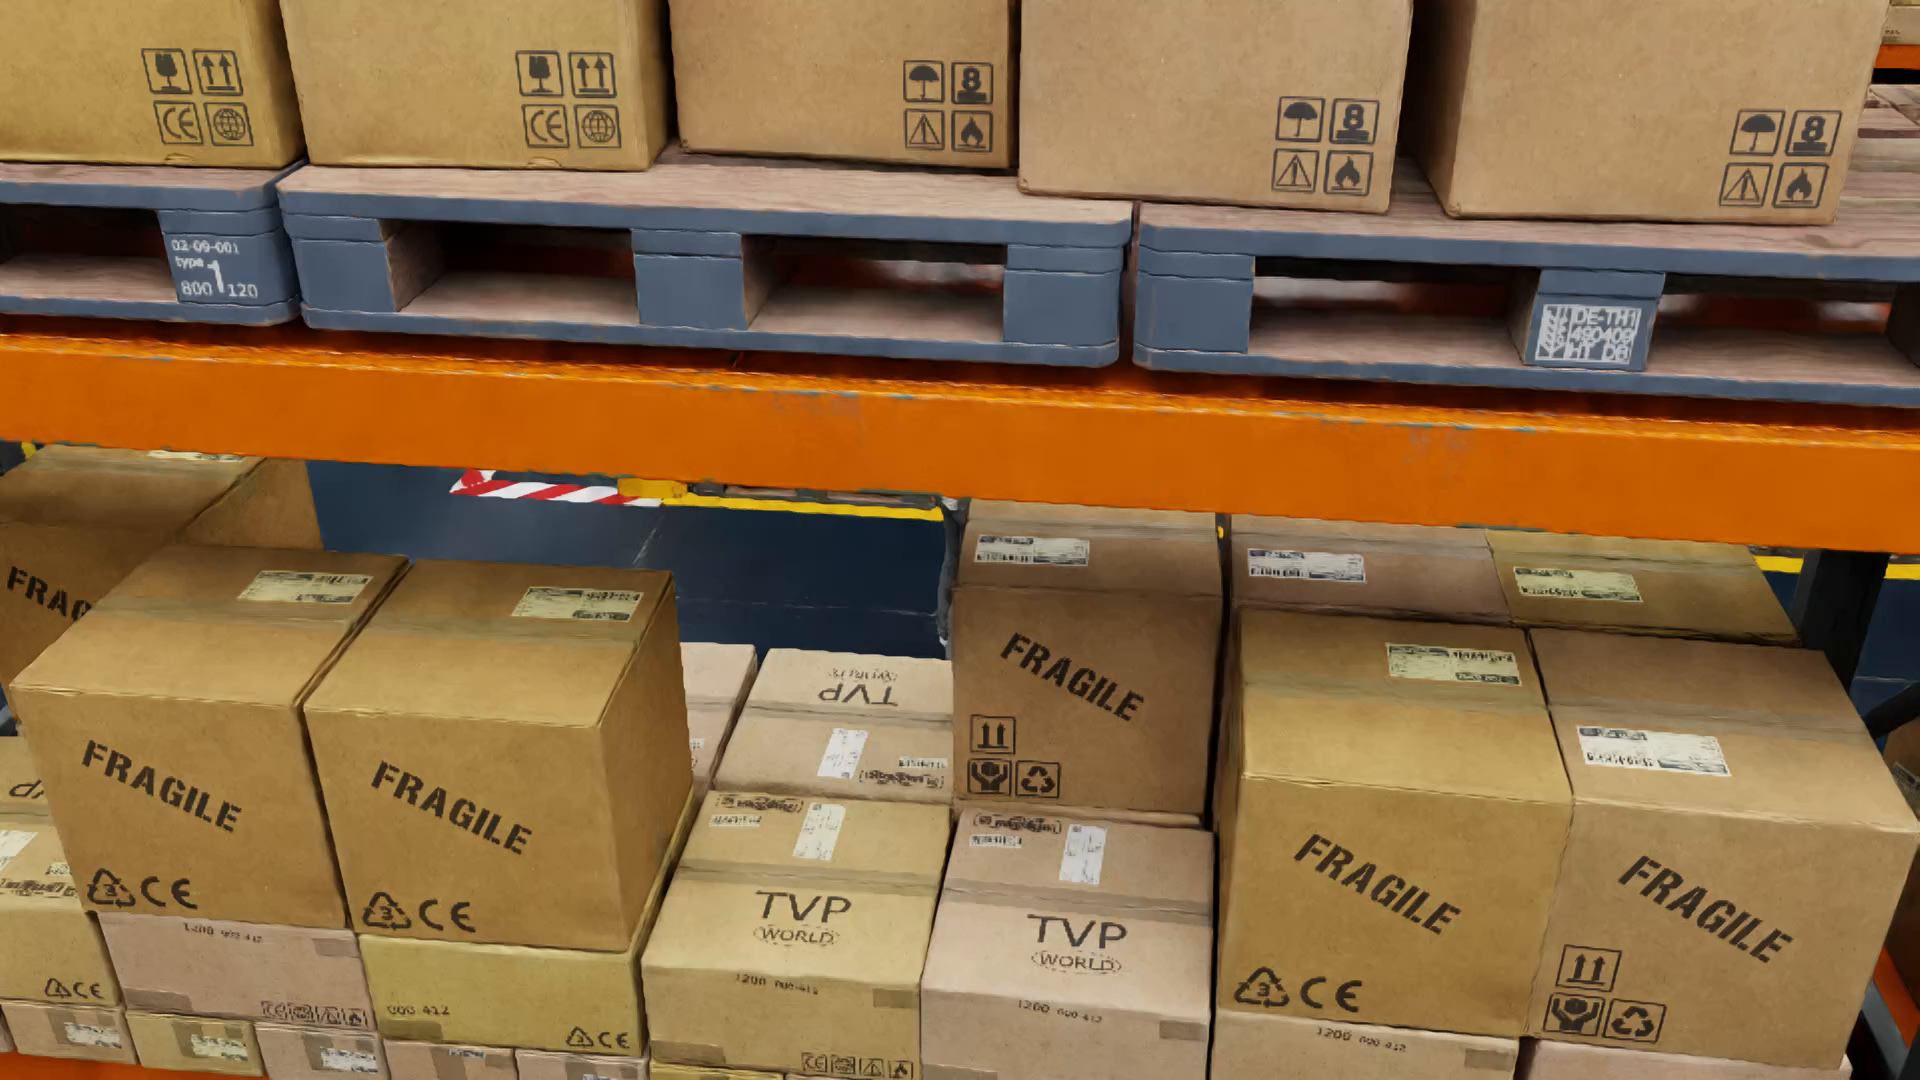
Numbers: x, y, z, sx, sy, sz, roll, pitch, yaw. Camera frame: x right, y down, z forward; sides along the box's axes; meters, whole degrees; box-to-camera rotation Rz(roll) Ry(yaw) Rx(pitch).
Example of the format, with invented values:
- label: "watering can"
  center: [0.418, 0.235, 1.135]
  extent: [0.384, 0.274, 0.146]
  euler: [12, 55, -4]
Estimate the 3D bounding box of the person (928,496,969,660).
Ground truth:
- label: "person"
  center: [0.062, -0.170, 6.406]
  extent: [0.437, 1.592, 0.579]
  euler: [-17, 33, -28]
